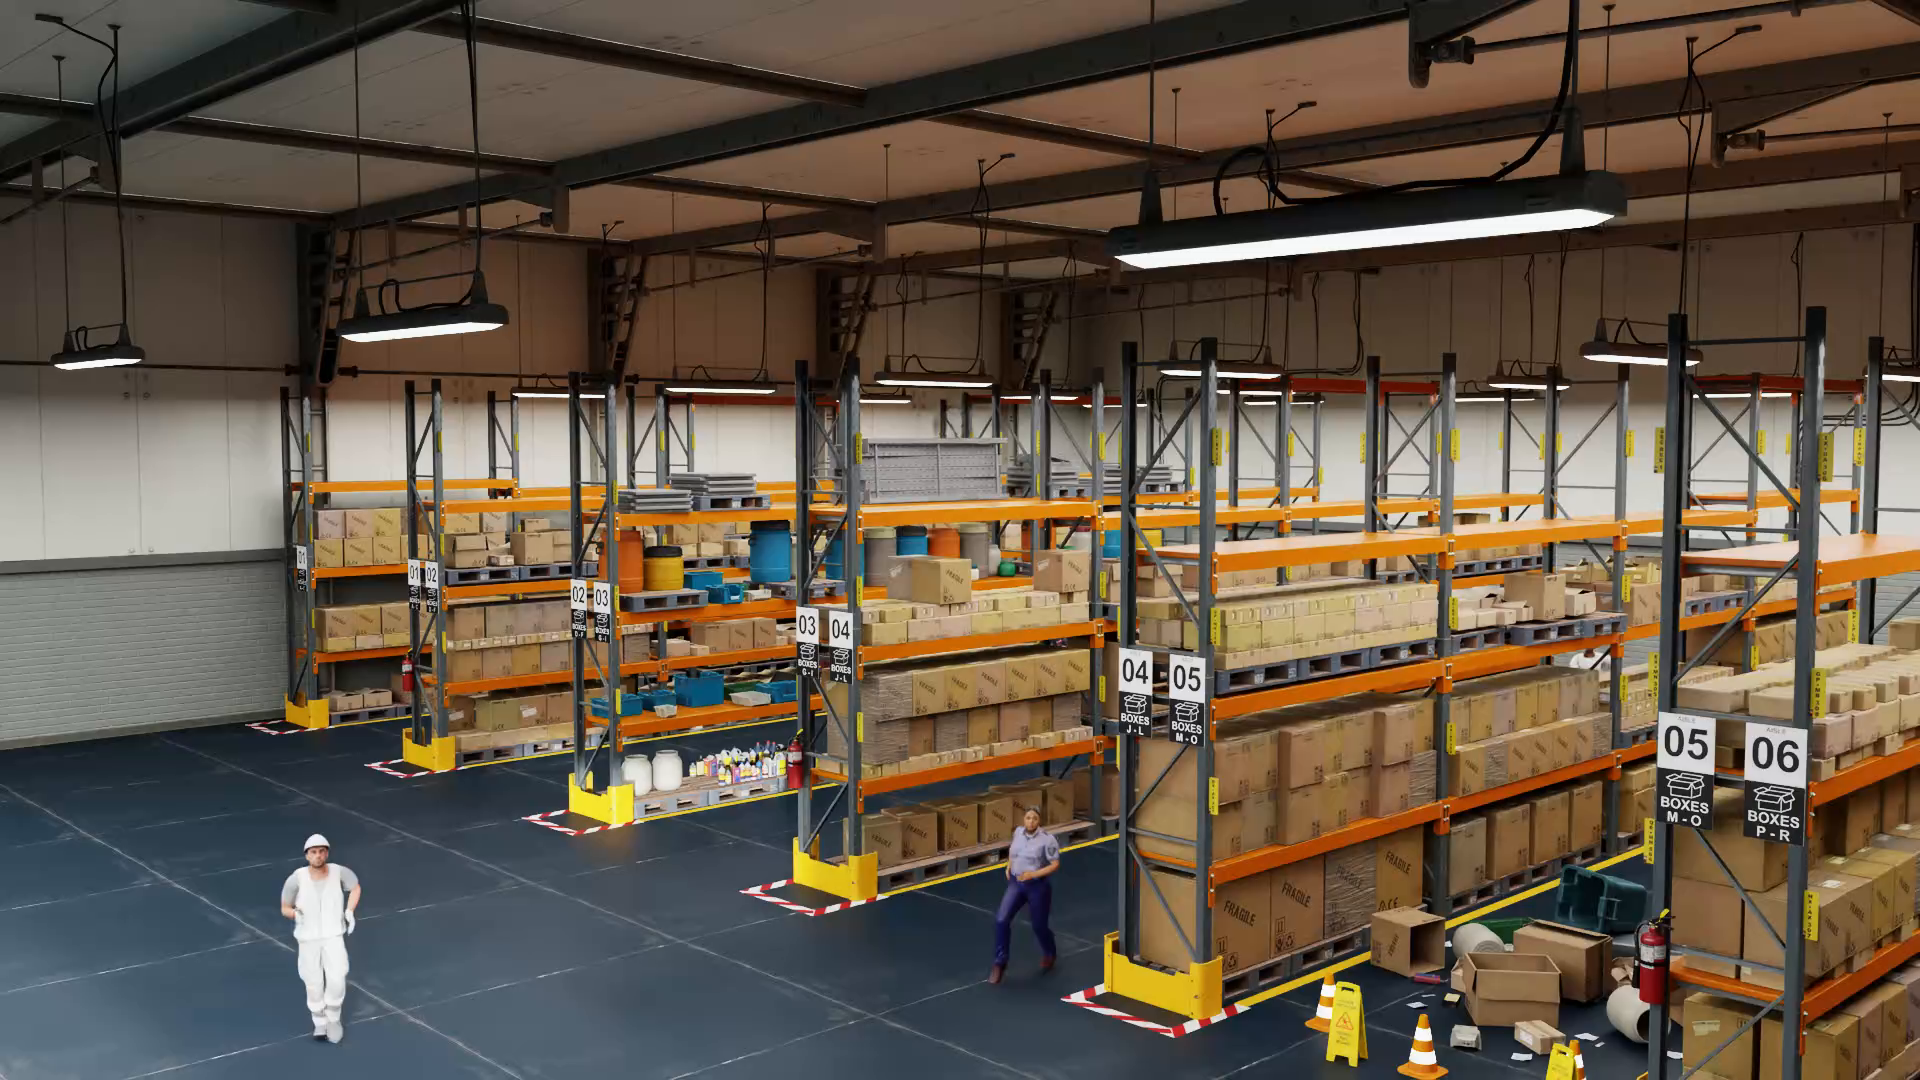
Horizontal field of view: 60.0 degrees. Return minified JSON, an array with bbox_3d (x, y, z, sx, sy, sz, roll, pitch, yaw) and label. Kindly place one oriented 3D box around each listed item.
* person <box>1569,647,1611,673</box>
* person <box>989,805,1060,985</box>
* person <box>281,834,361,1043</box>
[{"bbox_3d":[10.517,2.519,27.739,0.764,1.821,0.731,-3,5,-44],"label":"person"},{"bbox_3d":[0.672,3.346,15.793,0.607,1.688,0.808,2,4,30],"label":"person"},{"bbox_3d":[-5.379,3.379,14.023,0.638,1.780,0.647,-1,4,-21],"label":"person"}]
